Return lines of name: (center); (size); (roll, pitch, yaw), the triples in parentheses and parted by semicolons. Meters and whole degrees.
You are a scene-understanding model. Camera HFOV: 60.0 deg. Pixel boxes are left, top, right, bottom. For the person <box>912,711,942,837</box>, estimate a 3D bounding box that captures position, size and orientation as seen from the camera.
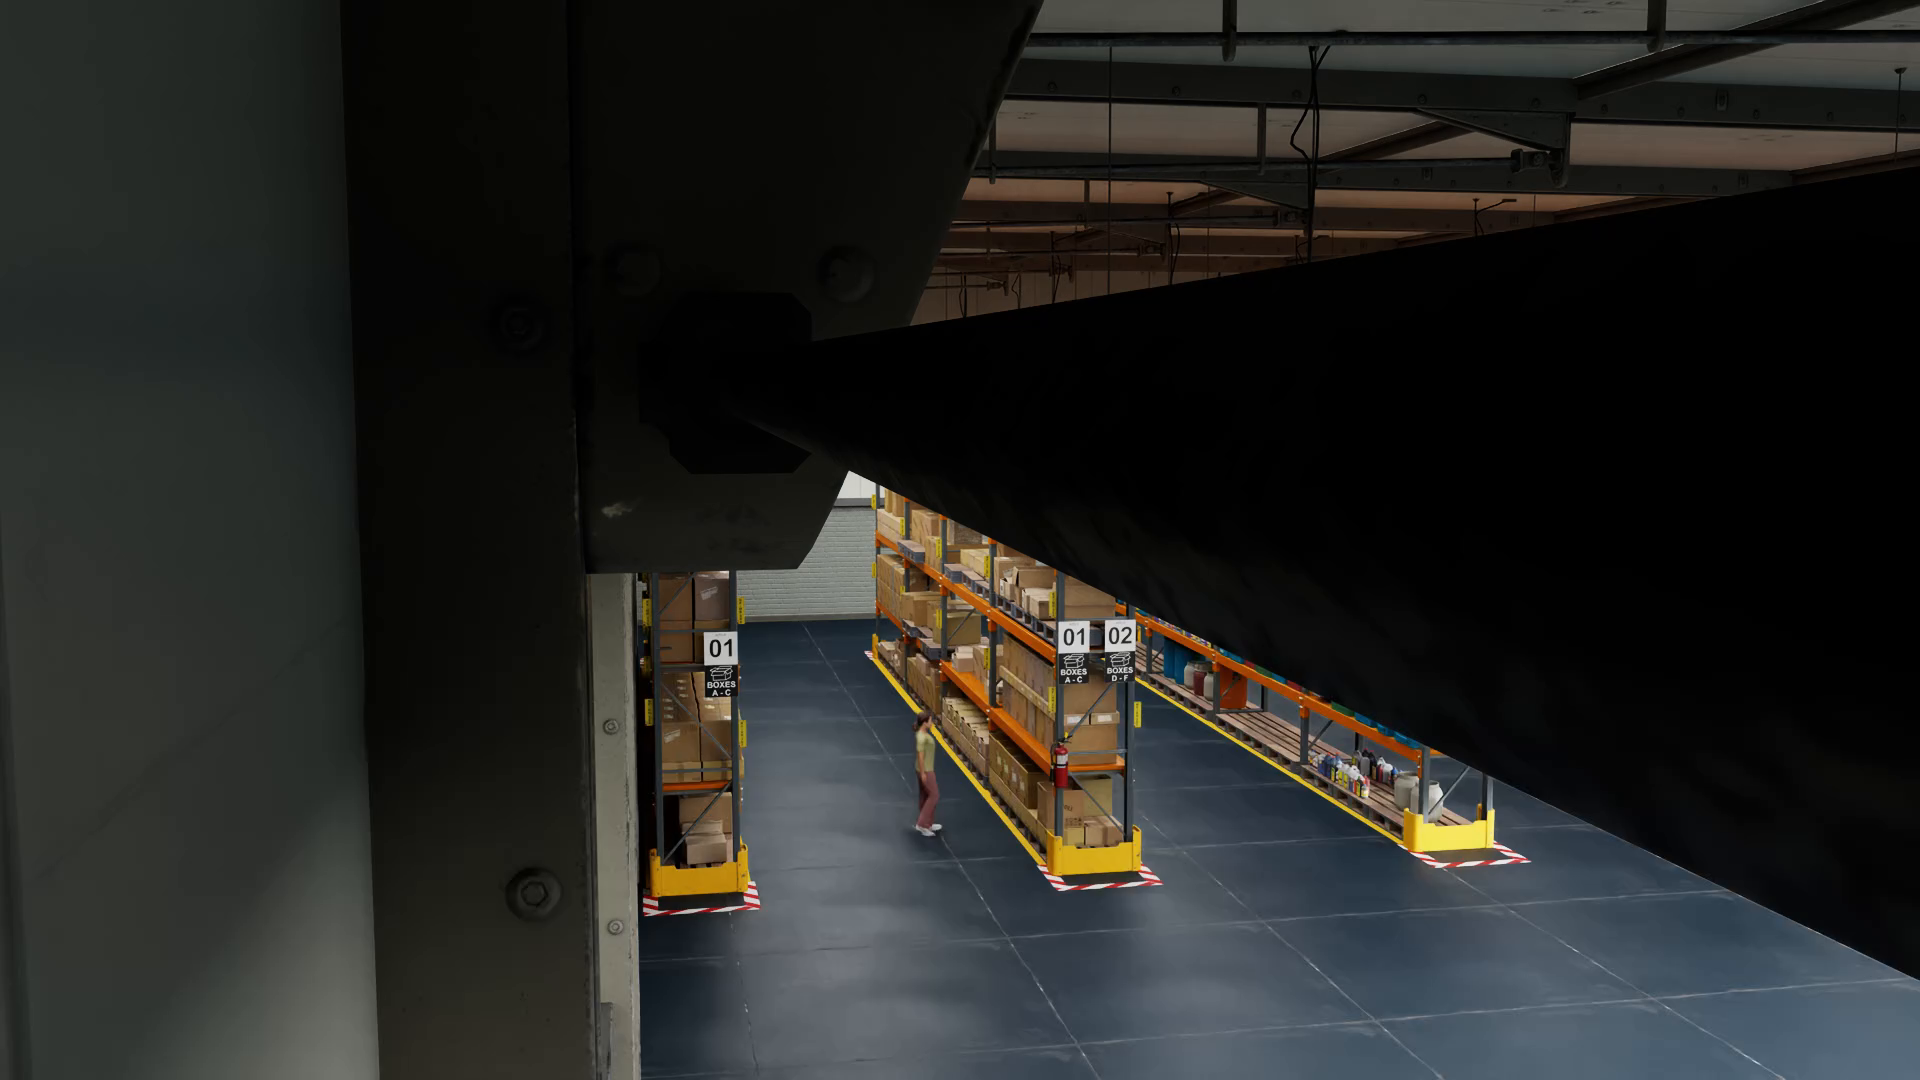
person: (-0.446, 3.176, 22.751); (0.401, 1.694, 0.497); (0, 6, -4)
